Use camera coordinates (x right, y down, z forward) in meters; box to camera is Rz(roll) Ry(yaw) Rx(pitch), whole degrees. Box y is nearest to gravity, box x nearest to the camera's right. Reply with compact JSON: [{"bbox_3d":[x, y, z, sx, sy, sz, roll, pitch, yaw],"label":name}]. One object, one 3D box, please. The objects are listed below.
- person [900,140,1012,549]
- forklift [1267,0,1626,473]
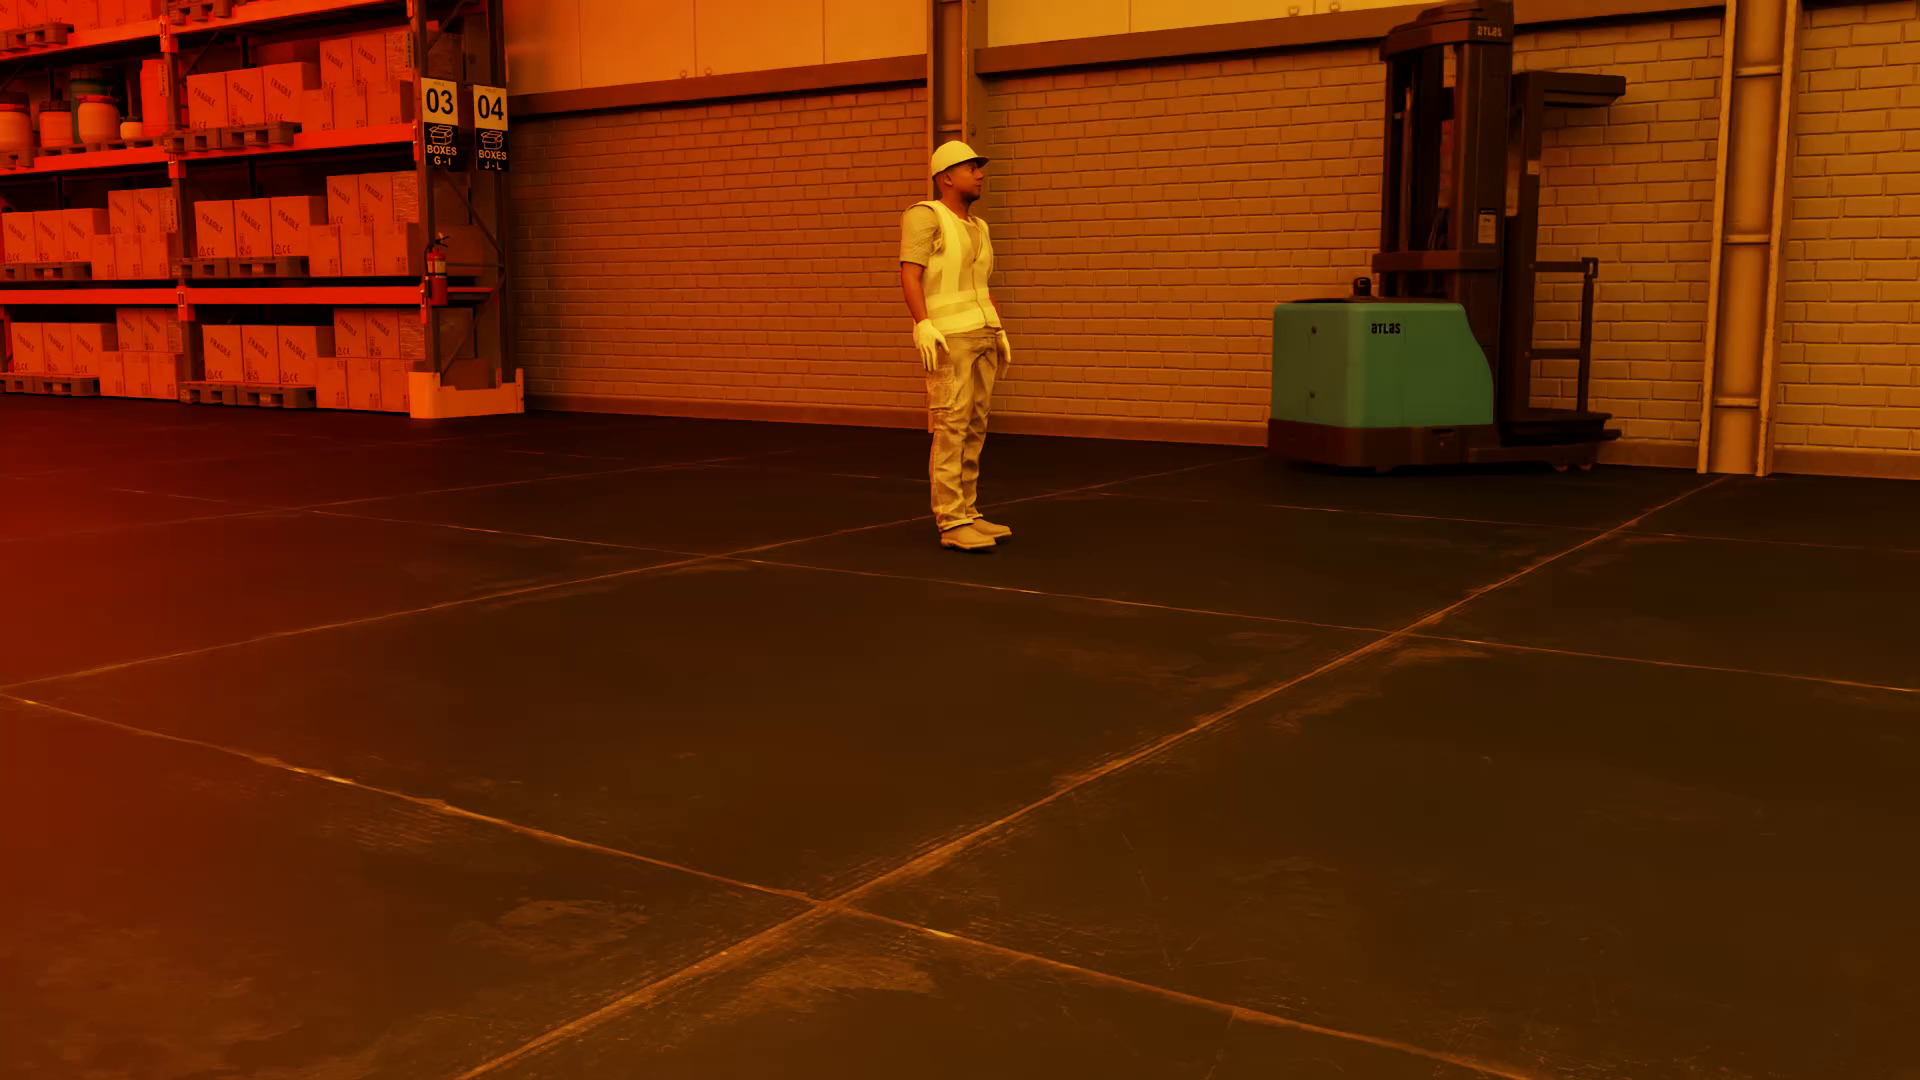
[{"bbox_3d":[0.054,-0.883,7.430,0.577,1.782,0.656,5,10,34],"label":"person"},{"bbox_3d":[3.623,-1.968,11.033,3.031,2.935,1.130,-3,9,-21],"label":"forklift"}]
